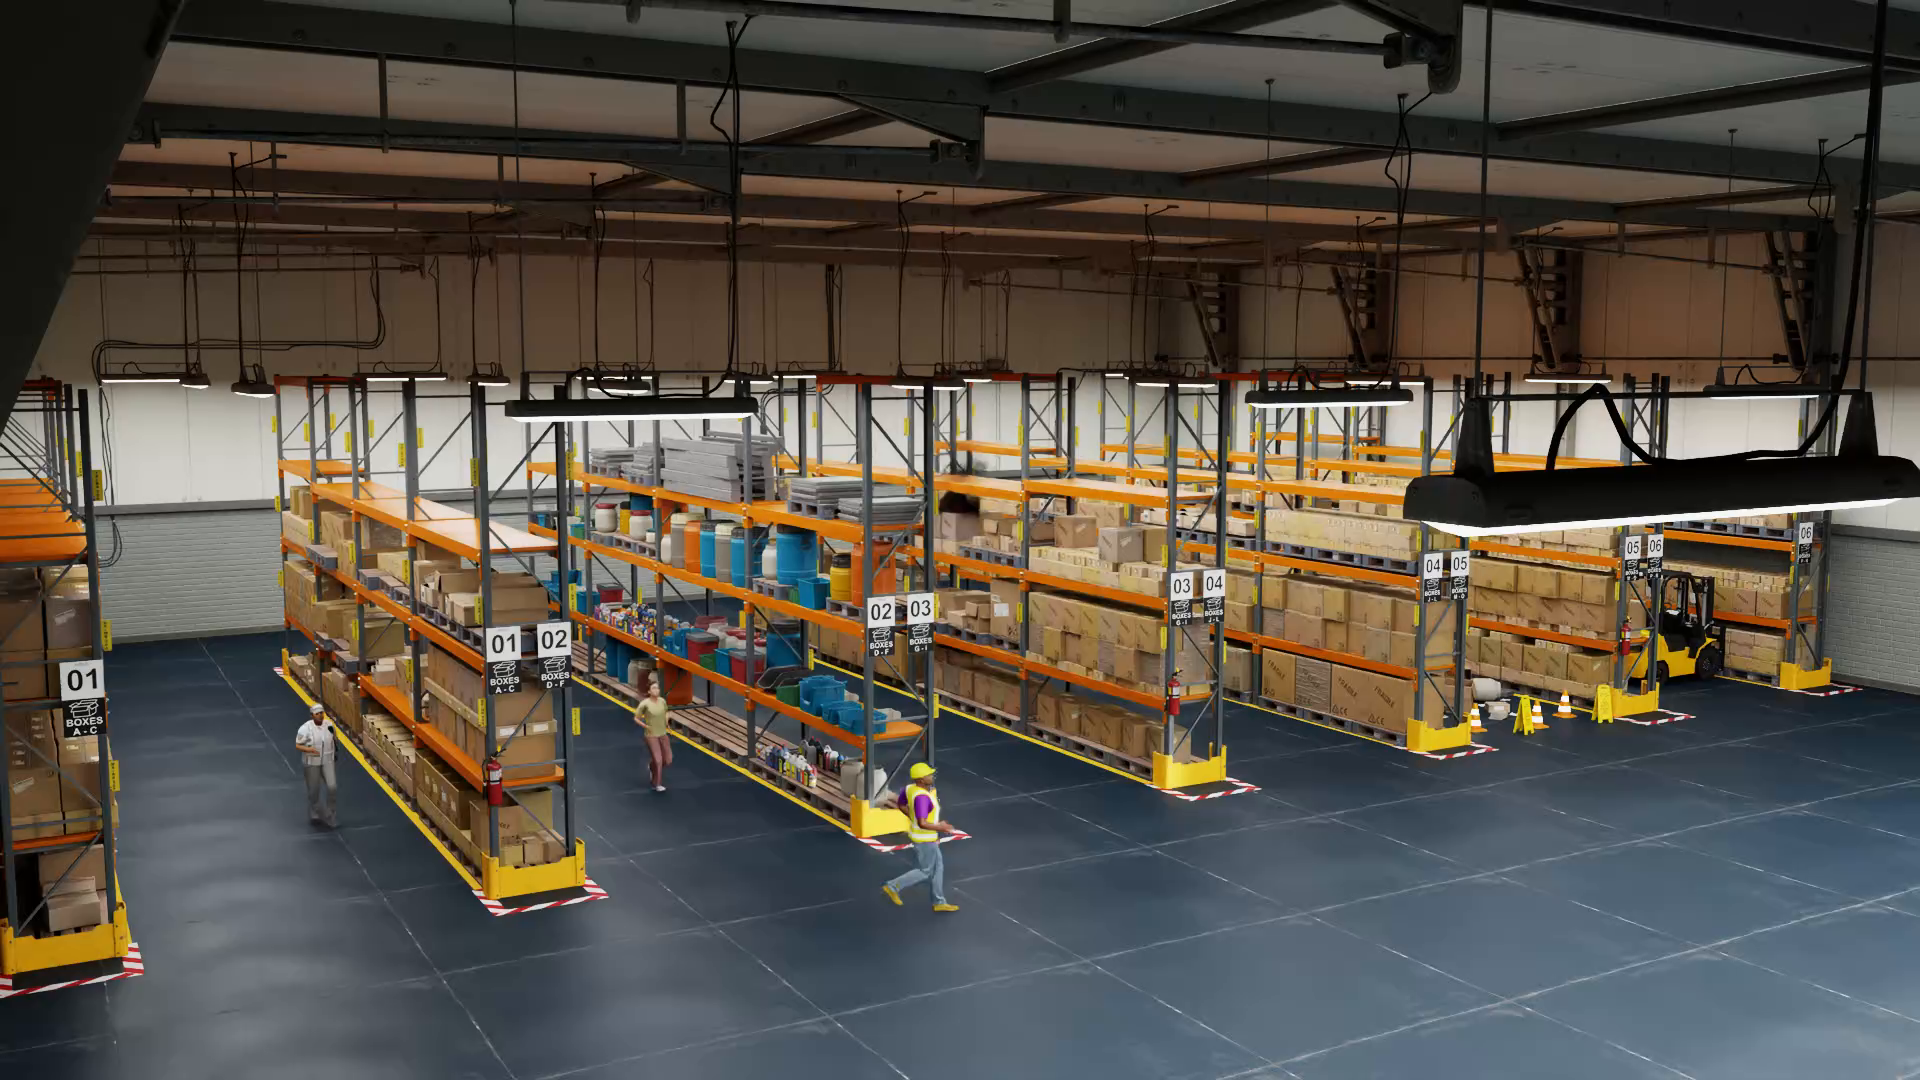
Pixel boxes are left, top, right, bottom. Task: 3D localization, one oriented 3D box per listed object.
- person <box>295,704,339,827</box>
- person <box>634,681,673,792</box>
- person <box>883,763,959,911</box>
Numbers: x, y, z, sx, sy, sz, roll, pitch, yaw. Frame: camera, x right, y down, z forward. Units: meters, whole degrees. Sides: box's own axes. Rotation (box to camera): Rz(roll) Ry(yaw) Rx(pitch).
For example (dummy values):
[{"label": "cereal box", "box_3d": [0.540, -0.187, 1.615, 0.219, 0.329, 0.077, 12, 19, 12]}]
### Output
[{"label": "person", "box_3d": [-8.695, 3.064, 22.548, 0.592, 1.718, 0.725, -4, 7, -33]}, {"label": "person", "box_3d": [-4.493, 2.858, 24.384, 0.578, 1.619, 0.569, -5, 8, -40]}, {"label": "person", "box_3d": [-0.448, 3.397, 18.919, 0.894, 1.757, 0.702, -1, 6, -10]}]
